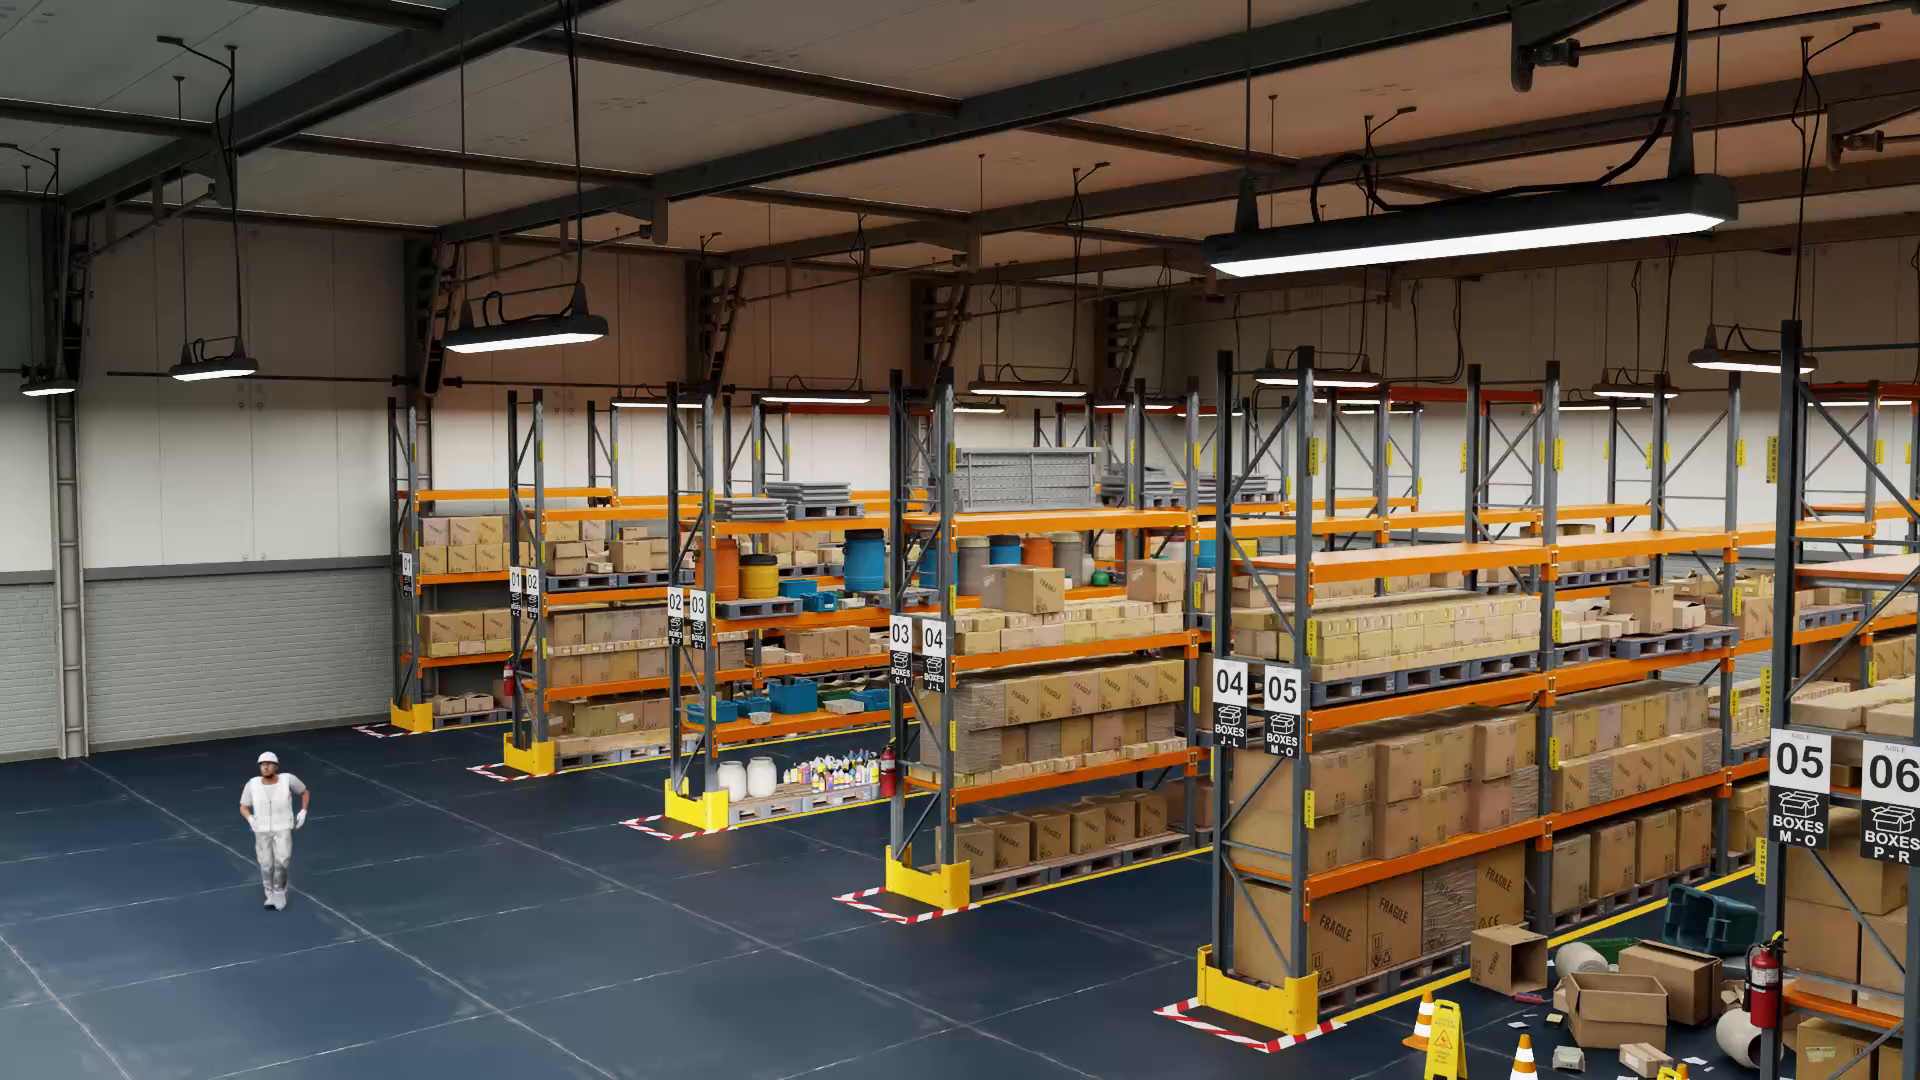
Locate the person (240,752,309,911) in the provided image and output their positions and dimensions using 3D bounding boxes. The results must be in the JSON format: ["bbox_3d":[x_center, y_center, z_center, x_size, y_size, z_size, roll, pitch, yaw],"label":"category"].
[{"bbox_3d":[-7.580,3.215,18.360,0.695,1.752,0.654,-1,3,-14],"label":"person"}]
